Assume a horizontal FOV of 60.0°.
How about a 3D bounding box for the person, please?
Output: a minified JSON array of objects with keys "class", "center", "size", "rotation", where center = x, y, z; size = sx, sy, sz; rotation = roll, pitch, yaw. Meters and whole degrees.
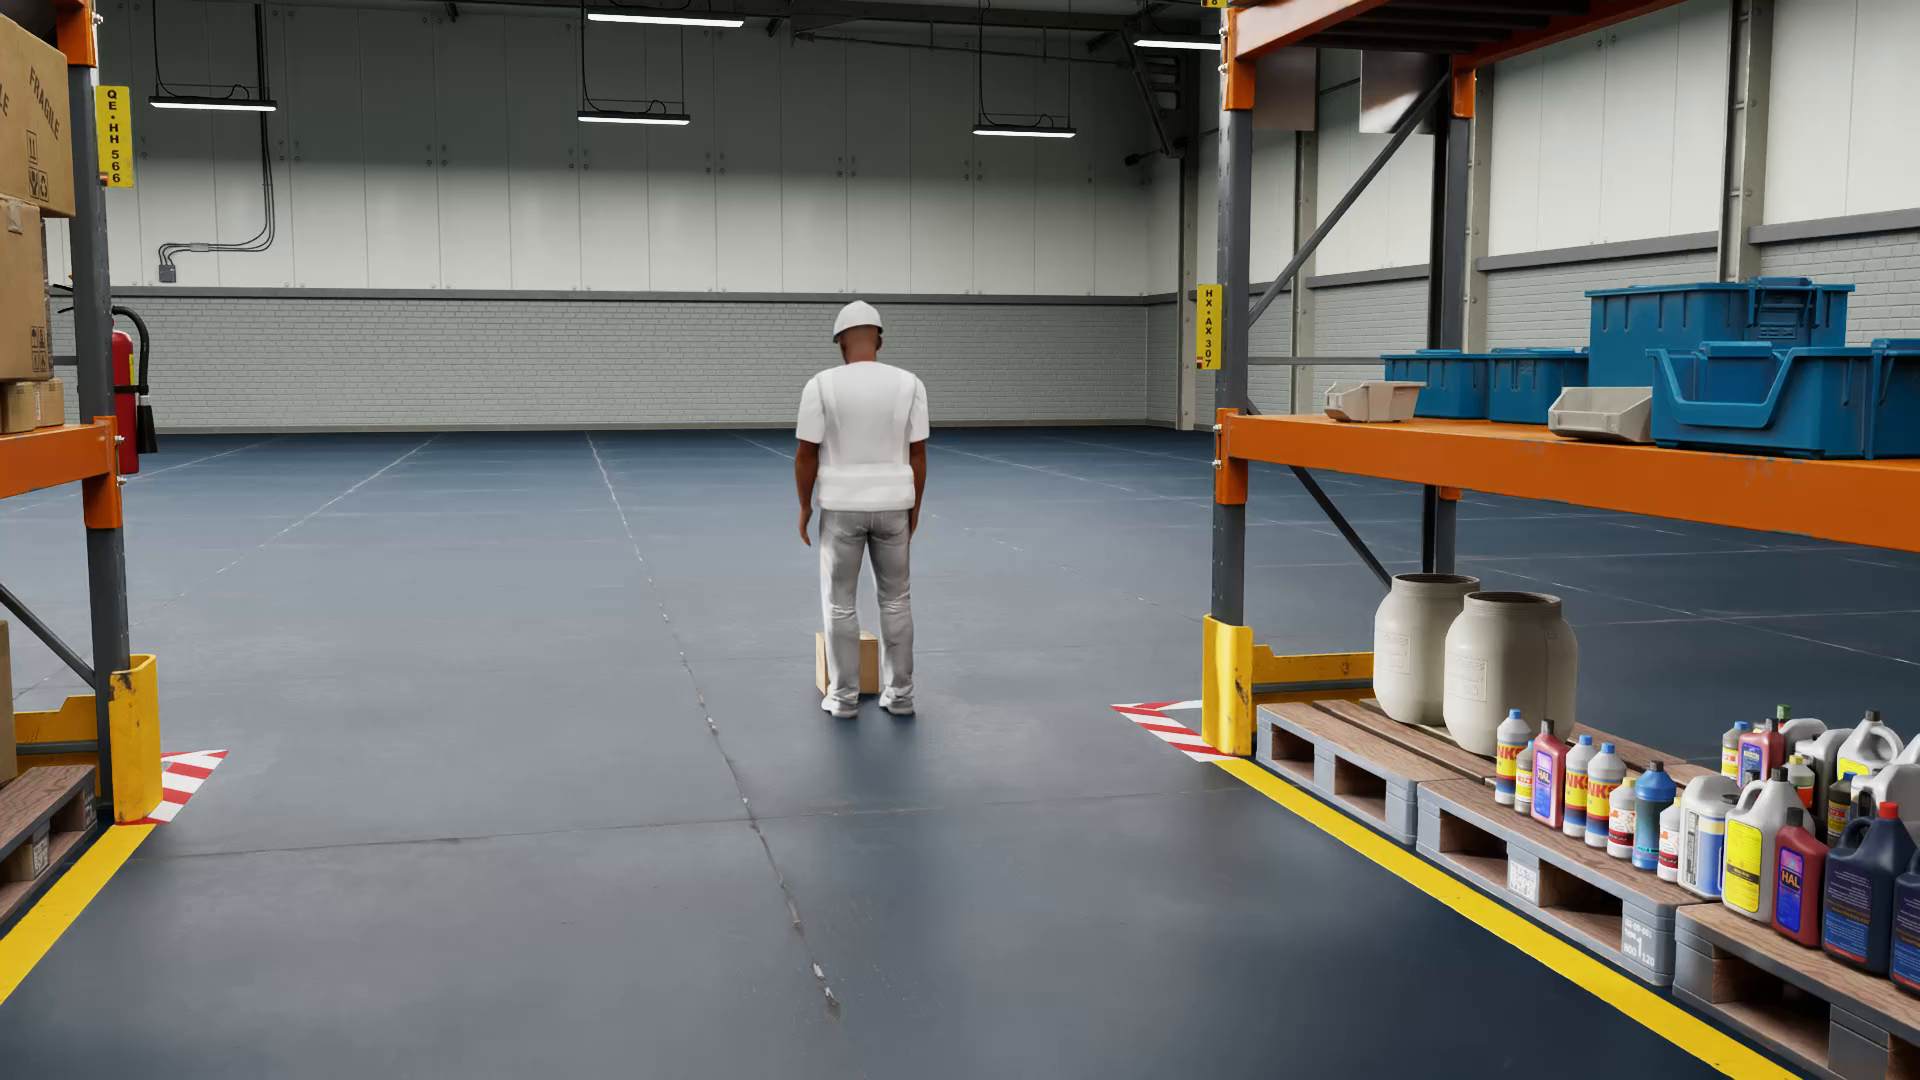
[{"class":"person","center":[-0.421,-0.131,7.102],"size":[0.568,1.758,0.368],"rotation":[-1,6,-13]}]
